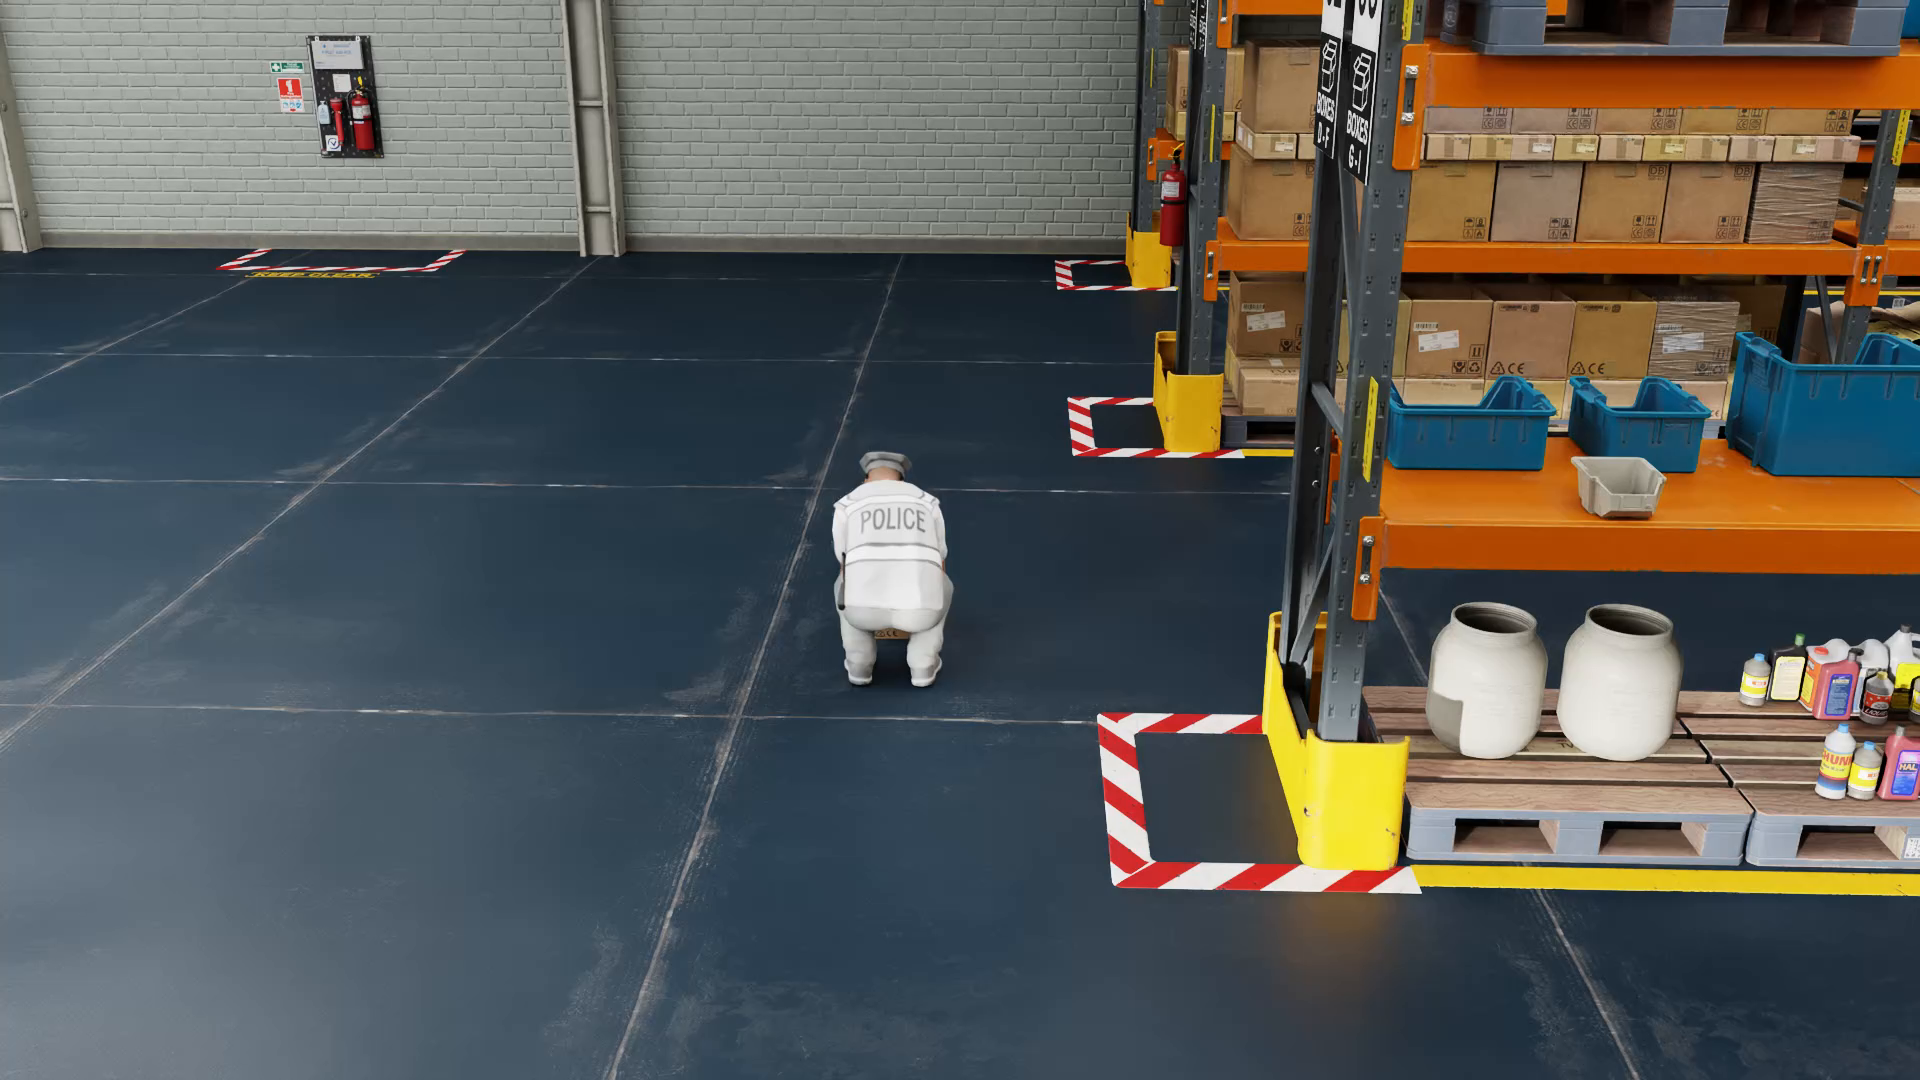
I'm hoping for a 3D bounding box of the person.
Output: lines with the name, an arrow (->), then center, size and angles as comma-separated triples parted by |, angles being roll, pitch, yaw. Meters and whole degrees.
person -> -0.305, 0.128, 7.460 | 0.553, 0.895, 0.956 | 1, 21, 2
